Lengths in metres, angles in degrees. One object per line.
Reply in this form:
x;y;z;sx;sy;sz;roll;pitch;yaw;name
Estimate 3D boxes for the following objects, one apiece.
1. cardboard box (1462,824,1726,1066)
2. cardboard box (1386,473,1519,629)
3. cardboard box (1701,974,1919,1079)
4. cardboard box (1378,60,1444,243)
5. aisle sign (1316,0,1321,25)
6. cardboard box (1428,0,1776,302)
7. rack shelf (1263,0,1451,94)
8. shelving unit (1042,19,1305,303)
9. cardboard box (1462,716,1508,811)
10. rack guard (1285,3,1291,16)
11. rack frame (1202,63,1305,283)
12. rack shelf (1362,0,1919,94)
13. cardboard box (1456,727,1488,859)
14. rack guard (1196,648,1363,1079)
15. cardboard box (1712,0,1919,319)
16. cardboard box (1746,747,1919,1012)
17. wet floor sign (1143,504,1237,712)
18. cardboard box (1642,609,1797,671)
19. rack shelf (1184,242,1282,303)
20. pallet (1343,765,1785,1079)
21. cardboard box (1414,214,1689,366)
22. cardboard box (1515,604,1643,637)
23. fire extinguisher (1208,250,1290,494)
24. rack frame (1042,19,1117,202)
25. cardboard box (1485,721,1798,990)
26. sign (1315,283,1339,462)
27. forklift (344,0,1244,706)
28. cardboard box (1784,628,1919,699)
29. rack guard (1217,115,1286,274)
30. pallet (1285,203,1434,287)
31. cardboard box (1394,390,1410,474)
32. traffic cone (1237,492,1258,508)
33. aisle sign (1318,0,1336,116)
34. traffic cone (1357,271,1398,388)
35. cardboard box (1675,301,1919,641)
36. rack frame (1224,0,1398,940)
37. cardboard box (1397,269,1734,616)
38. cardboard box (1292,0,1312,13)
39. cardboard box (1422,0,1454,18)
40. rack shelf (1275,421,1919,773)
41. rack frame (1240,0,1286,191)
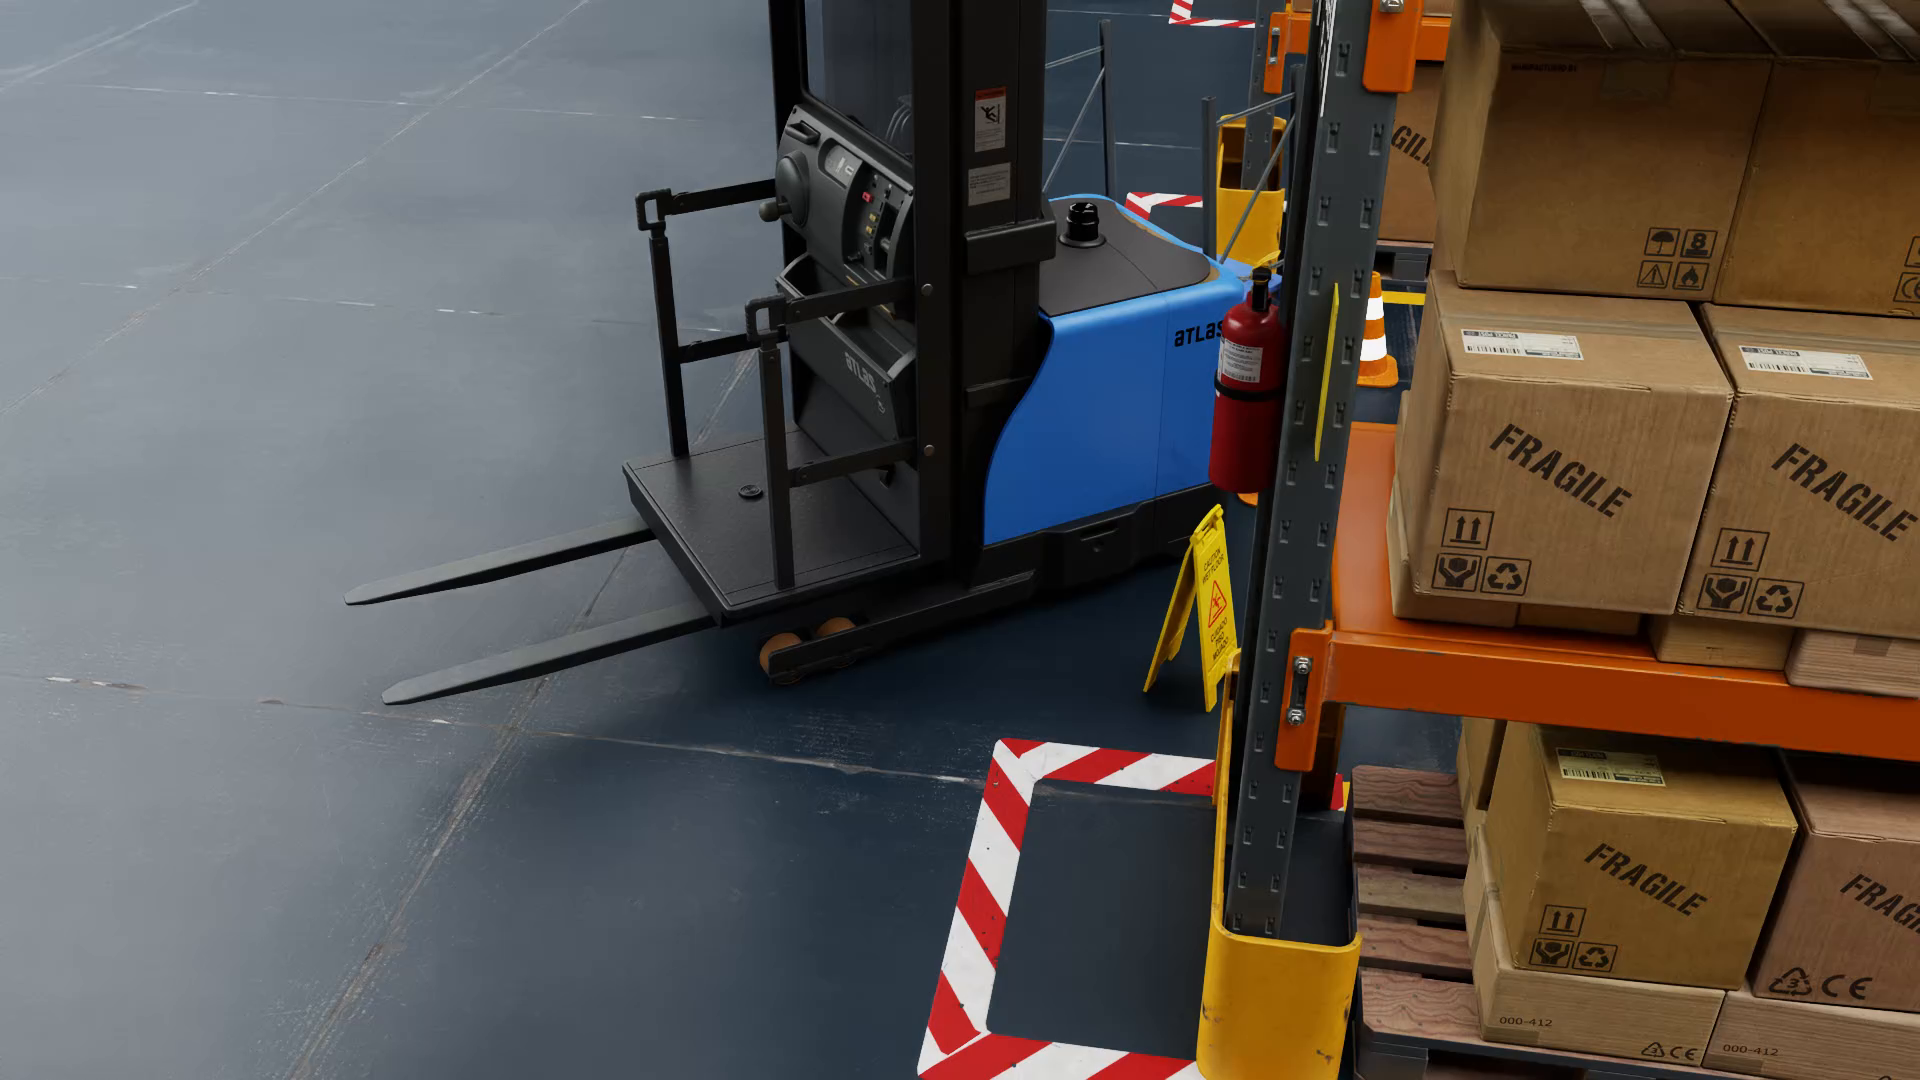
1.524;0.976;4.059;0.500;0.250;0.500;5;32;8;cardboard box
1.075;0.017;3.632;0.250;0.149;0.380;5;32;8;cardboard box
2.026;1.026;3.980;0.500;0.250;0.500;6;33;10;cardboard box
2.188;-2.077;8.348;0.875;0.875;0.875;5;32;8;cardboard box
0.763;-1.487;3.349;0.004;0.787;0.394;5;32;8;aisle sign
1.315;-0.889;3.526;0.500;0.500;0.700;4;32;7;cardboard box
3.480;-2.343;7.843;4.000;0.370;1.077;5;32;8;rack shelf
0.788;-1.186;6.652;0.538;1.500;1.048;-27;38;-30;shelving unit
1.609;0.377;4.310;0.500;0.500;0.500;5;32;9;cardboard box
2.517;-4.345;12.720;0.348;0.500;1.175;5;32;8;rack guard
1.106;-0.997;6.304;0.500;1.500;0.032;-27;38;-30;rack frame
2.747;-1.016;2.897;4.000;0.370;1.077;5;32;8;rack shelf
1.641;0.693;4.511;0.500;0.250;0.500;5;32;8;cardboard box
0.850;0.838;4.440;0.348;0.500;1.175;5;32;8;rack guard
1.813;-0.840;3.448;0.500;0.500;0.700;5;32;9;cardboard box
2.063;0.704;3.786;0.500;0.500;0.500;4;32;6;cardboard box
0.768;0.193;5.333;0.232;0.644;0.267;17;36;25;wet floor sign
1.574;0.098;3.503;0.250;0.149;0.380;4;32;7;cardboard box
0.803;-1.034;6.748;0.538;0.185;1.000;-27;38;-30;rack shelf
1.645;1.052;4.371;1.213;0.211;1.003;5;32;8;pallet
1.356;-0.492;3.835;0.500;0.500;0.500;5;32;7;cardboard box
1.326;0.032;3.608;0.250;0.149;0.380;6;32;9;cardboard box
0.740;-0.447;4.209;0.183;0.674;0.296;5;32;8;fire extinguisher
0.469;-1.375;7.000;0.500;1.500;0.032;-27;38;-30;rack frame
1.547;0.660;3.857;0.500;0.500;0.500;4;32;7;cardboard box
0.684;-0.311;3.104;0.005;0.325;0.100;5;32;8;sign
-0.558;-1.087;5.223;3.031;2.935;1.130;-16;35;-23;forklift
1.817;0.145;3.428;0.250;0.149;0.380;6;32;9;cardboard box
1.485;-1.769;8.604;0.348;0.500;1.175;5;32;8;rack guard
2.310;-1.613;8.629;1.213;0.211;1.003;5;32;8;pallet
1.180;-0.200;3.979;0.250;0.149;0.380;6;33;10;cardboard box
1.268;-0.400;6.453;0.334;0.463;0.336;5;32;8;traffic cone
0.662;-1.173;2.847;0.004;0.787;0.394;5;32;8;aisle sign
1.793;-0.961;7.348;0.334;0.463;0.336;5;32;8;traffic cone
1.706;-0.165;3.311;0.500;0.500;0.500;6;33;10;cardboard box
0.775;-0.228;3.787;0.127;3.000;1.000;5;32;8;rack frame
1.195;-0.209;3.382;0.500;0.500;0.500;5;32;7;cardboard box
1.882;-2.880;7.883;0.550;0.550;0.875;5;32;8;cardboard box
2.427;-2.842;7.823;0.550;0.550;0.875;5;32;8;cardboard box
2.747;0.255;3.693;4.000;0.370;1.077;5;32;8;rack shelf
1.508;-2.826;7.938;0.127;3.000;1.000;5;32;8;rack frame
